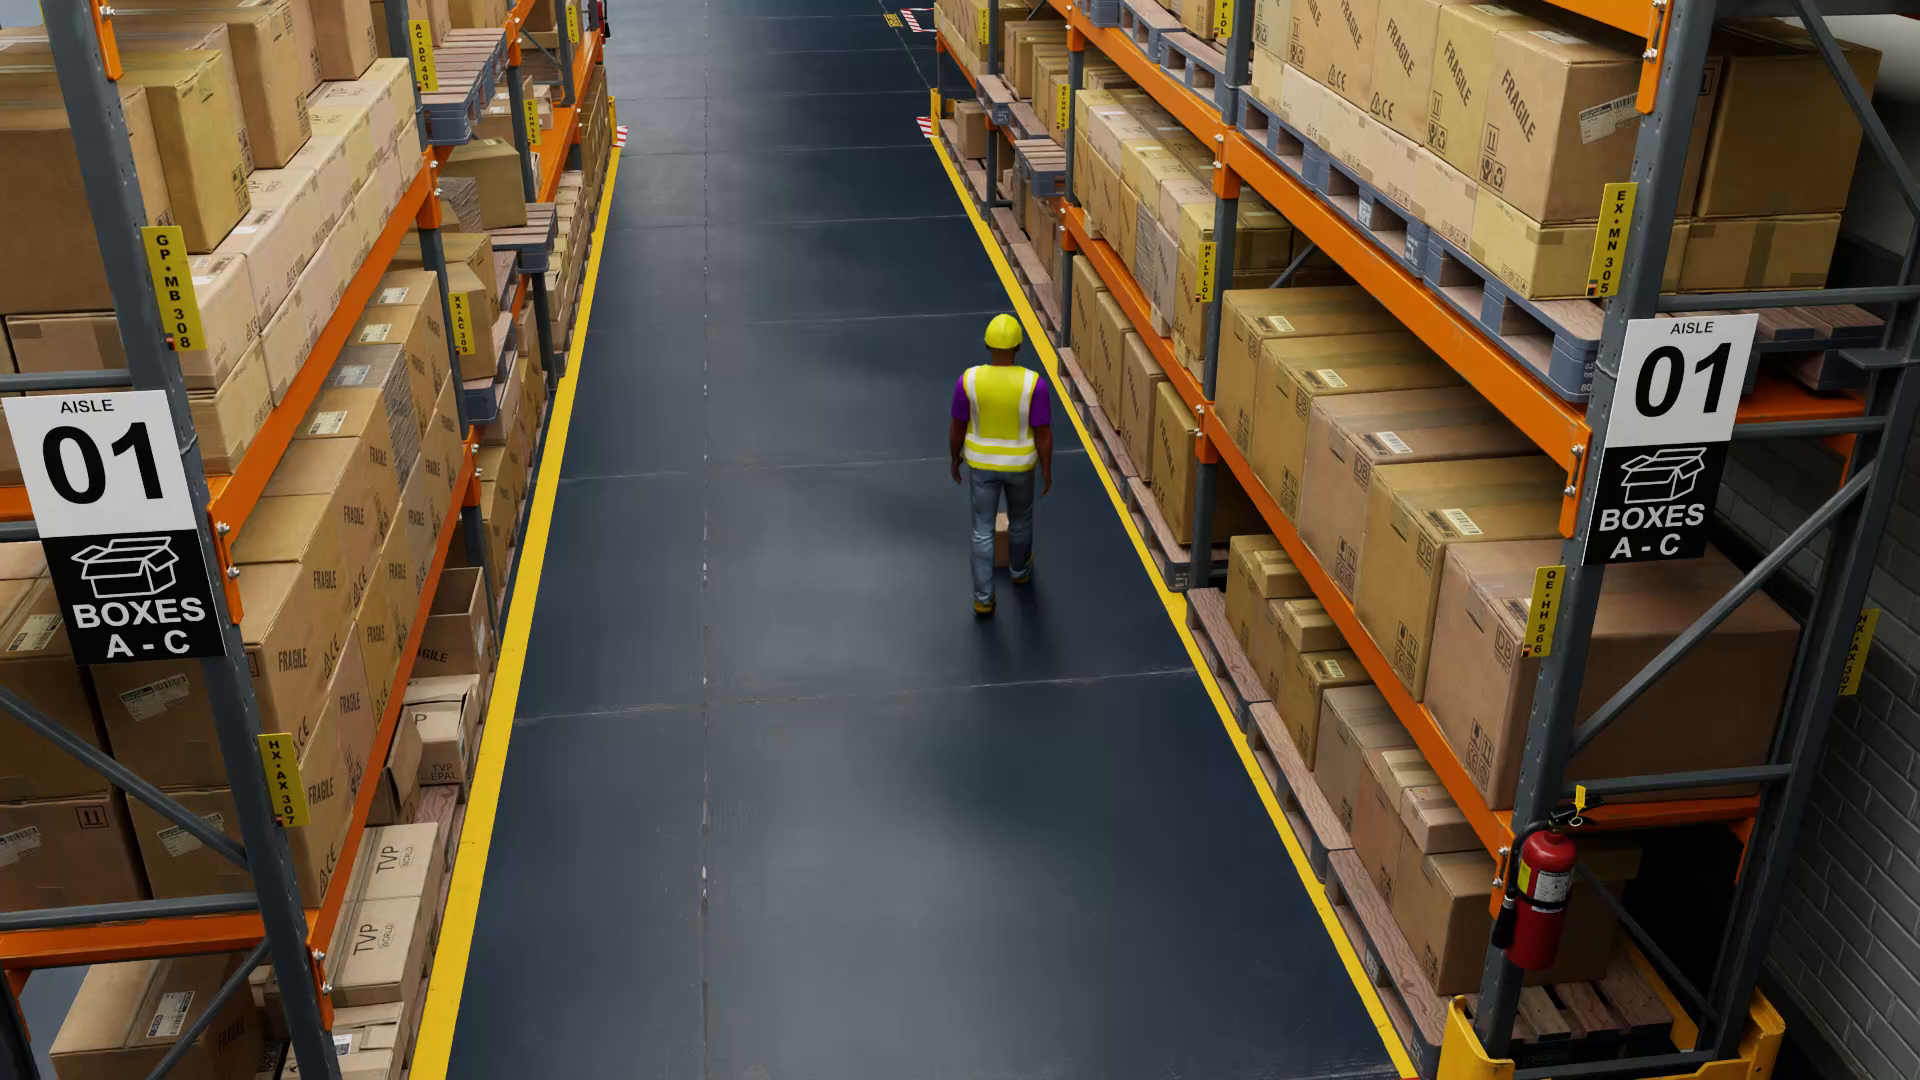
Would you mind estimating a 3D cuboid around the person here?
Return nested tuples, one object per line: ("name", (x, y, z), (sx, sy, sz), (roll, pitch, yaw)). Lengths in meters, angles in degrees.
("person", (0.241, -0.486, 9.539), (0.585, 1.763, 0.732), (2, 27, 5))
